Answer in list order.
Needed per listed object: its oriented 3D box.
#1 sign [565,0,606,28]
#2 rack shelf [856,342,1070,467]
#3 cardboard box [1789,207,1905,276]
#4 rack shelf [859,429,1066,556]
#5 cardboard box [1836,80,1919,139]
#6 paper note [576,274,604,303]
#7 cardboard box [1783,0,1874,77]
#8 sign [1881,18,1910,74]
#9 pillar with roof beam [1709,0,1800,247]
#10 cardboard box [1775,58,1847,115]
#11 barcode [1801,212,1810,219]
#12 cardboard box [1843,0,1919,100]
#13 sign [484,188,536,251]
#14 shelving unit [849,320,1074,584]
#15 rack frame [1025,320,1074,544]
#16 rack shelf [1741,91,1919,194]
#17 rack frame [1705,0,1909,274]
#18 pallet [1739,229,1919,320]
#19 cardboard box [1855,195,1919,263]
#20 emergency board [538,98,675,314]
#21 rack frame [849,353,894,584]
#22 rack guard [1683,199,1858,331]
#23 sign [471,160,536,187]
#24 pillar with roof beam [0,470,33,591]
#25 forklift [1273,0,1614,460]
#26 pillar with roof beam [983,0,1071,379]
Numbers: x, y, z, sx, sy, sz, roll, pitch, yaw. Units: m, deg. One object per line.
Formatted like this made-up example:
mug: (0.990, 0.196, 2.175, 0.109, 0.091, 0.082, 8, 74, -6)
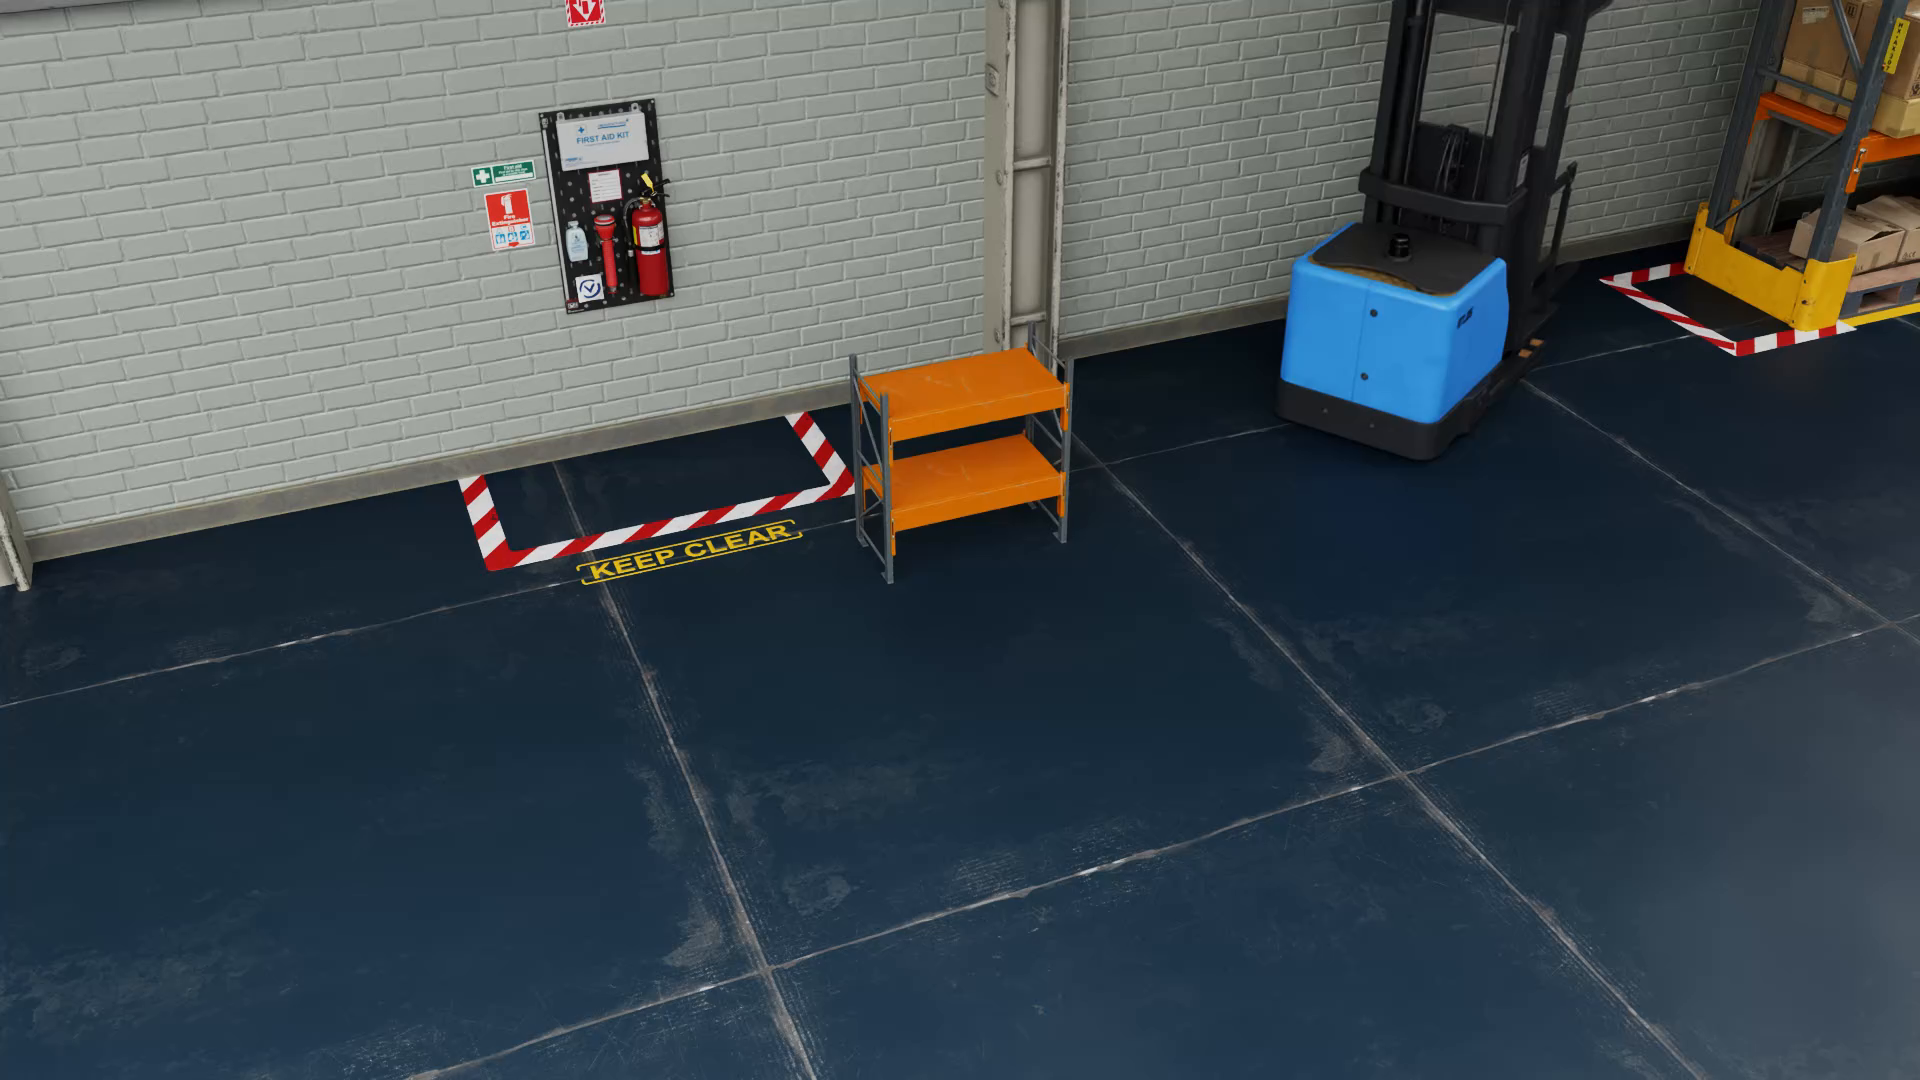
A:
sign: (-1.952, -2.818, 8.623, 0.199, 0.298, 0.001, -13, 35, -19)
rack shelf: (0.006, -0.718, 8.704, 1.000, 0.278, 0.538, -13, 35, -19)
cardboard box: (6.282, -2.142, 11.772, 0.500, 0.311, 0.500, -17, 37, -24)
rack shelf: (0.006, -0.268, 8.997, 1.000, 0.278, 0.538, -13, 35, -19)
cardboard box: (6.182, -2.873, 10.952, 0.500, 0.250, 0.500, -14, 36, -20)
paper note: (-2.096, -1.426, 9.417, 0.142, 0.148, 0.016, -13, 35, -19)
cardboard box: (5.962, -3.450, 11.152, 0.500, 0.500, 0.500, -13, 35, -19)
sign: (5.819, -3.074, 10.349, 0.005, 0.325, 0.100, -13, 35, -19)
pillar with roof beam: (7.586, -3.917, 6.937, 0.400, 9.000, 9.100, -13, 35, -19)
cardboard box: (5.965, -3.126, 11.341, 0.500, 0.250, 0.500, -12, 35, -18)
barcode: (6.144, -2.351, 12.085, 0.075, 0.075, 0.001, -13, 35, -19)
cardboard box: (6.166, -3.194, 10.758, 0.500, 0.500, 0.500, -13, 35, -19)
sign: (-2.455, -1.748, 9.071, 0.234, 0.329, 0.001, -13, 35, -19)
shelving unit: (0.006, -0.473, 8.863, 1.048, 1.125, 0.538, -13, 35, -19)
rack frame: (0.475, -0.580, 9.028, 0.032, 1.125, 0.500, -13, 35, -19)
rack shelf: (7.453, -3.105, 11.849, 4.000, 0.370, 1.077, -13, 35, -19)
rack frame: (5.609, -2.984, 11.004, 0.127, 3.000, 1.000, -13, 35, -19)
pallet: (6.442, -1.985, 12.025, 1.213, 0.211, 1.003, -13, 35, -19)
cardboard box: (6.808, -2.263, 11.957, 0.500, 0.311, 0.500, -10, 34, -15)
emergency board: (-1.906, -1.798, 9.180, 0.643, 1.169, 0.194, -13, 35, -19)
rack frame: (-0.462, -0.366, 8.698, 0.032, 1.125, 0.500, -13, 35, -19)
rack guard: (5.679, -1.953, 11.710, 0.348, 0.500, 1.175, -13, 35, -19)
sign: (-2.448, -1.966, 8.921, 0.331, 0.109, 0.001, -13, 35, -19)
pillar with roof beam: (-3.478, -1.383, 3.043, 0.400, 9.000, 9.100, -13, 35, -19)
forklift: (3.215, -2.445, 10.238, 1.130, 2.935, 3.031, 22, 39, 30)
pillar with roof beam: (2.054, -2.650, 4.990, 0.400, 9.000, 9.100, -13, 35, -19)
